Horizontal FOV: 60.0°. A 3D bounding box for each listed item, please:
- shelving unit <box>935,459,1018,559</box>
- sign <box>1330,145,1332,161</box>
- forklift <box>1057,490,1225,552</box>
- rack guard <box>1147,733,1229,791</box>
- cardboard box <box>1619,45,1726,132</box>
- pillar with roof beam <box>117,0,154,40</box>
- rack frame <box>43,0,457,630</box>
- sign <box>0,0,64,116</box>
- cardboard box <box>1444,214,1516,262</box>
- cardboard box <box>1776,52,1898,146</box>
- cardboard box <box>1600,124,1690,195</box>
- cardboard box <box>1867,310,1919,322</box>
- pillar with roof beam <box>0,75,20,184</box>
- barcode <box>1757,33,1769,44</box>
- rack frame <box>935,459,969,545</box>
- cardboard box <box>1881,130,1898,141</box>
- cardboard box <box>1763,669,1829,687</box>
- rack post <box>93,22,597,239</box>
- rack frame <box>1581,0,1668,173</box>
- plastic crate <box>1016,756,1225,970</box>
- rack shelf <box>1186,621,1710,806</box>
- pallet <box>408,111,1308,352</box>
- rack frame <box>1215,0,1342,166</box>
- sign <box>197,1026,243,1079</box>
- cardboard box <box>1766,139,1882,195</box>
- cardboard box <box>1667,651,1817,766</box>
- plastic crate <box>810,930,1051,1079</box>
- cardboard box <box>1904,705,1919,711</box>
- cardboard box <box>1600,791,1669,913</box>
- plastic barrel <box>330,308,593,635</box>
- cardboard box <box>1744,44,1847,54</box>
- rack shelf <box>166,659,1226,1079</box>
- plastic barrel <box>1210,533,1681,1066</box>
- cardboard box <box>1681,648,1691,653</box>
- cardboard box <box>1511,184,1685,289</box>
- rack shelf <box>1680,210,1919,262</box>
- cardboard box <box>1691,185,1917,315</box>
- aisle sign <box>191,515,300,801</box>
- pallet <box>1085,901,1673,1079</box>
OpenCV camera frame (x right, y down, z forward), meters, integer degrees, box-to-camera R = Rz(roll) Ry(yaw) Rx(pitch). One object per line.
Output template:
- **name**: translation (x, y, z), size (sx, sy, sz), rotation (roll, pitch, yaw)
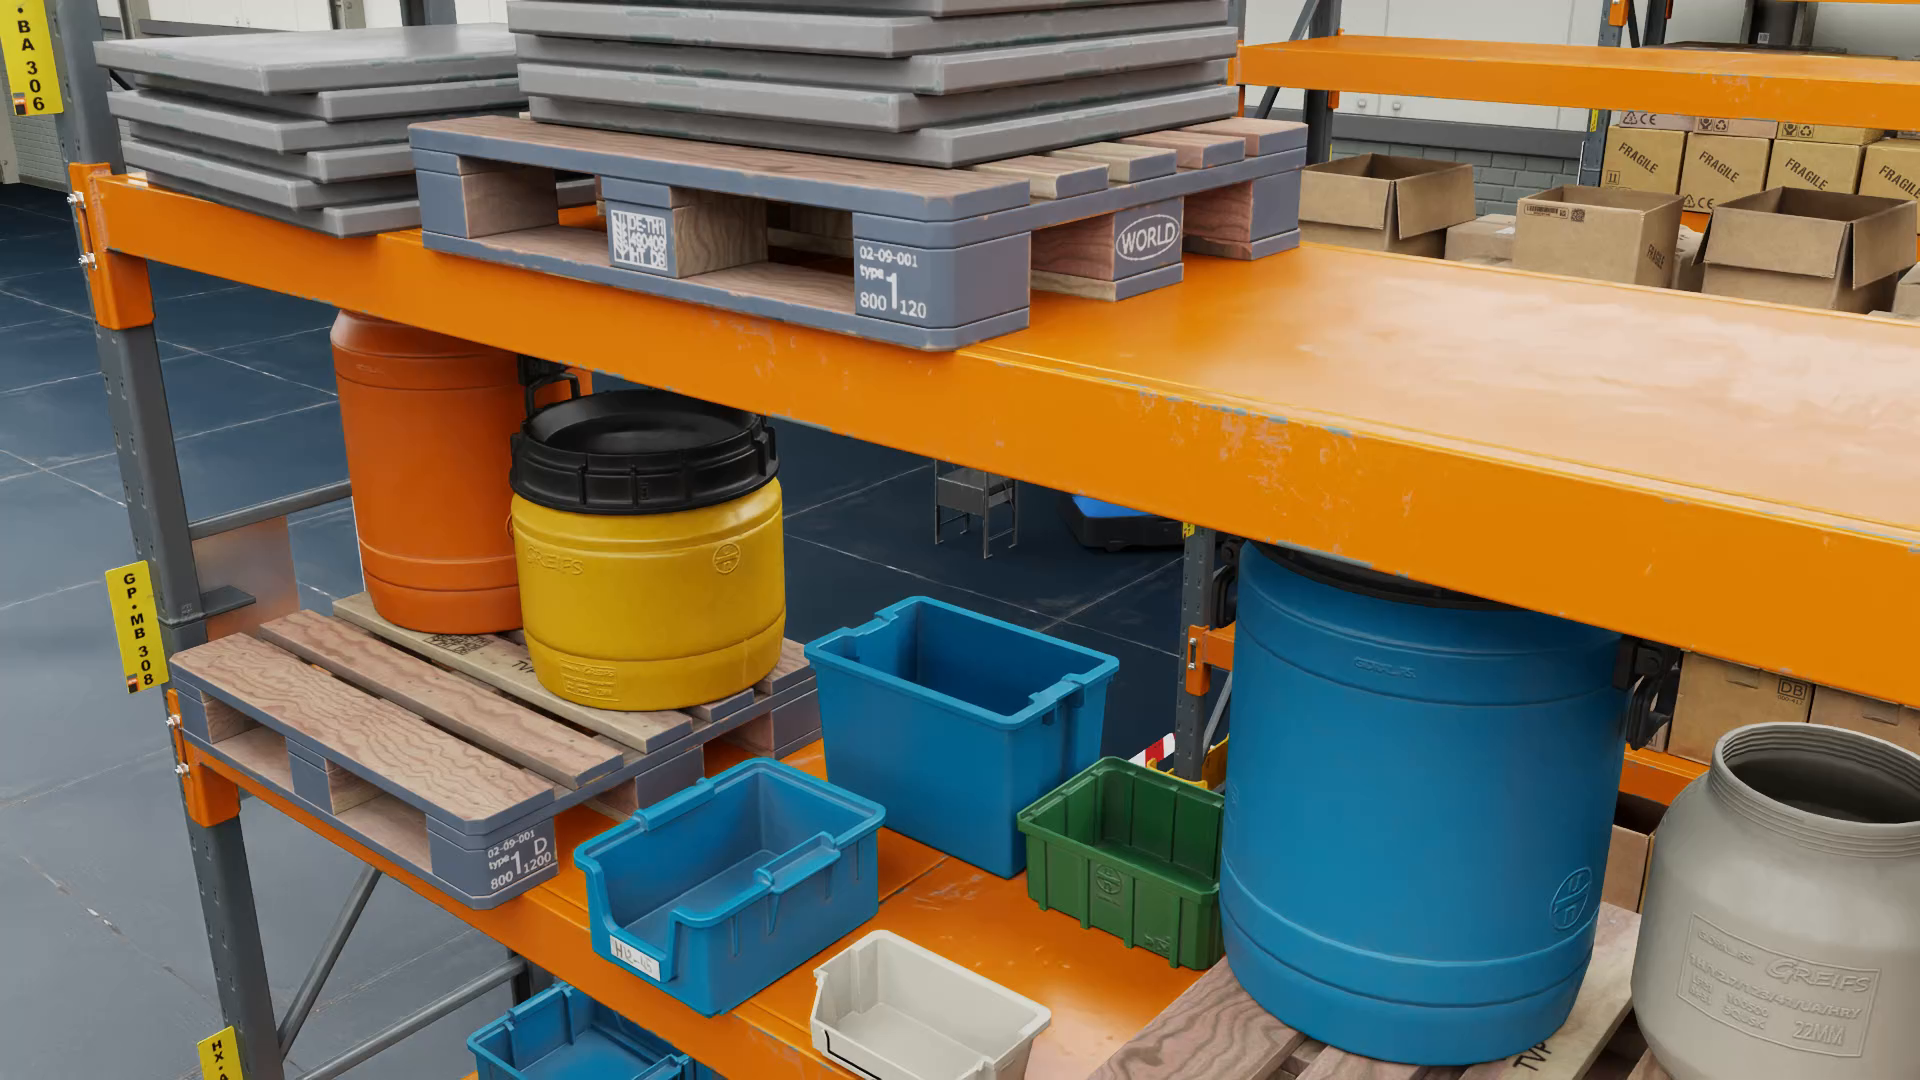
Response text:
- **shelving unit**: translation (0.128, -0.946, 12.700), size (0.503, 2.100, 0.431), rotation (16, 26, 36)
- **sign**: translation (1.821, -1.806, 8.312), size (0.005, 0.325, 0.100), rotation (16, 26, 36)
- **forklift**: translation (2.365, -1.508, 13.014), size (3.031, 2.935, 1.130), rotation (-3, 21, -9)
- **rack guard**: translation (1.448, 1.284, 9.054), size (0.348, 0.500, 1.175), rotation (16, 26, 36)
- **cardboard box**: translation (4.741, -3.010, 11.061), size (0.500, 0.500, 0.500), rotation (14, 25, 33)
- **pillar with roof beam**: translation (-15.630, -8.300, 22.425), size (0.400, 9.000, 9.100), rotation (16, 26, 36)
- **rack frame**: translation (-1.668, -1.334, 3.952), size (0.127, 3.000, 1.000), rotation (16, 26, 36)
- **sign**: translation (-2.019, -1.087, 3.592), size (0.005, 0.325, 0.100), rotation (16, 26, 36)
- **cardboard box**: translation (2.526, -1.290, 7.507), size (0.500, 0.250, 0.500), rotation (16, 26, 36)
- **cardboard box**: translation (5.502, -2.773, 10.433), size (0.500, 0.500, 0.500), rotation (17, 26, 38)
- **cardboard box**: translation (4.697, -2.552, 11.262), size (0.500, 0.500, 0.500), rotation (17, 26, 38)
- **cardboard box**: translation (3.459, -0.730, 6.164), size (0.250, 0.149, 0.380), rotation (16, 26, 36)
- **pillar with roof beam**: translation (-20.278, -9.639, 25.974), size (0.400, 9.000, 9.100), rotation (16, 26, 36)
- **barcode**: translation (5.463, -3.412, 11.305), size (0.075, 0.075, 0.001), rotation (16, 26, 36)
- **rack frame**: translation (-0.061, -1.000, 12.844), size (0.015, 2.100, 0.400), rotation (16, 26, 36)
- **cardboard box**: translation (5.868, -2.449, 10.991), size (0.500, 0.500, 0.500), rotation (15, 25, 34)
- **cardboard box**: translation (3.433, 0.433, 6.709), size (0.250, 0.149, 0.380), rotation (16, 26, 36)
- **rack post**: translation (-1.163, -0.896, 3.500), size (0.937, 0.300, 0.954), rotation (-19, 28, -41)
- **rack frame**: translation (4.596, -4.042, 11.133), size (0.127, 3.000, 1.000), rotation (16, 26, 36)
- **plastic crate**: translation (0.381, 0.635, 3.283), size (0.450, 0.188, 0.336), rotation (16, 26, 36)
- **rack shelf**: translation (3.016, 0.903, 7.542), size (4.000, 0.370, 1.077), rotation (16, 26, 36)
- **pallet**: translation (-0.175, -0.614, 2.878), size (1.213, 0.211, 1.003), rotation (16, 26, 36)
- **rack frame**: translation (1.467, -2.687, 7.540), size (0.127, 3.000, 1.000), rotation (16, 26, 36)
- **sign**: translation (-2.019, 1.493, 4.565), size (0.005, 0.325, 0.100), rotation (16, 26, 36)
- **cardboard box**: translation (5.496, -2.307, 10.614), size (0.500, 0.500, 0.500), rotation (18, 27, 39)
- **cardboard box**: translation (3.419, 0.639, 7.080), size (0.500, 0.500, 0.700), rotation (17, 26, 37)
- **plastic crate**: translation (-0.068, 0.838, 2.818), size (0.396, 0.136, 0.243), rotation (16, 26, 36)
- **cardboard box**: translation (3.825, 0.547, 6.407), size (0.250, 0.149, 0.380), rotation (15, 25, 35)
- **cardboard box**: translation (2.902, 1.375, 7.510), size (0.500, 0.500, 0.500), rotation (16, 26, 36)
- **plastic barrel**: translation (-1.211, -0.254, 4.136), size (0.708, 0.830, 0.600), rotation (16, 26, 36)
- **cardboard box**: translation (5.525, -3.019, 11.085), size (0.500, 0.500, 0.500), rotation (18, 27, 40)
- **rack shelf**: translation (-0.118, 0.853, 3.425), size (4.000, 0.370, 1.077), rotation (16, 26, 36)
- **plastic barrel**: translation (0.728, 0.280, 2.618), size (0.708, 0.901, 0.600), rotation (16, 26, 36)
- **cardboard box**: translation (3.029, 0.318, 7.013), size (0.250, 0.149, 0.380), rotation (17, 27, 38)
- **cardboard box**: translation (2.581, -1.147, 6.772), size (0.500, 0.500, 0.500), rotation (16, 26, 36)
- **rack shelf**: translation (6.146, -1.856, 10.606), size (4.000, 0.370, 1.077), rotation (16, 26, 36)
- **cardboard box**: translation (3.370, -1.103, 6.652), size (0.797, 0.503, 0.637), rotation (-19, 28, -41)
- **aisle sign**: translation (-1.909, 0.321, 4.382), size (0.004, 0.787, 0.394), rotation (16, 26, 36)
- **pallet**: translation (0.810, 0.916, 2.504), size (1.003, 0.211, 1.213), rotation (16, 26, 36)
